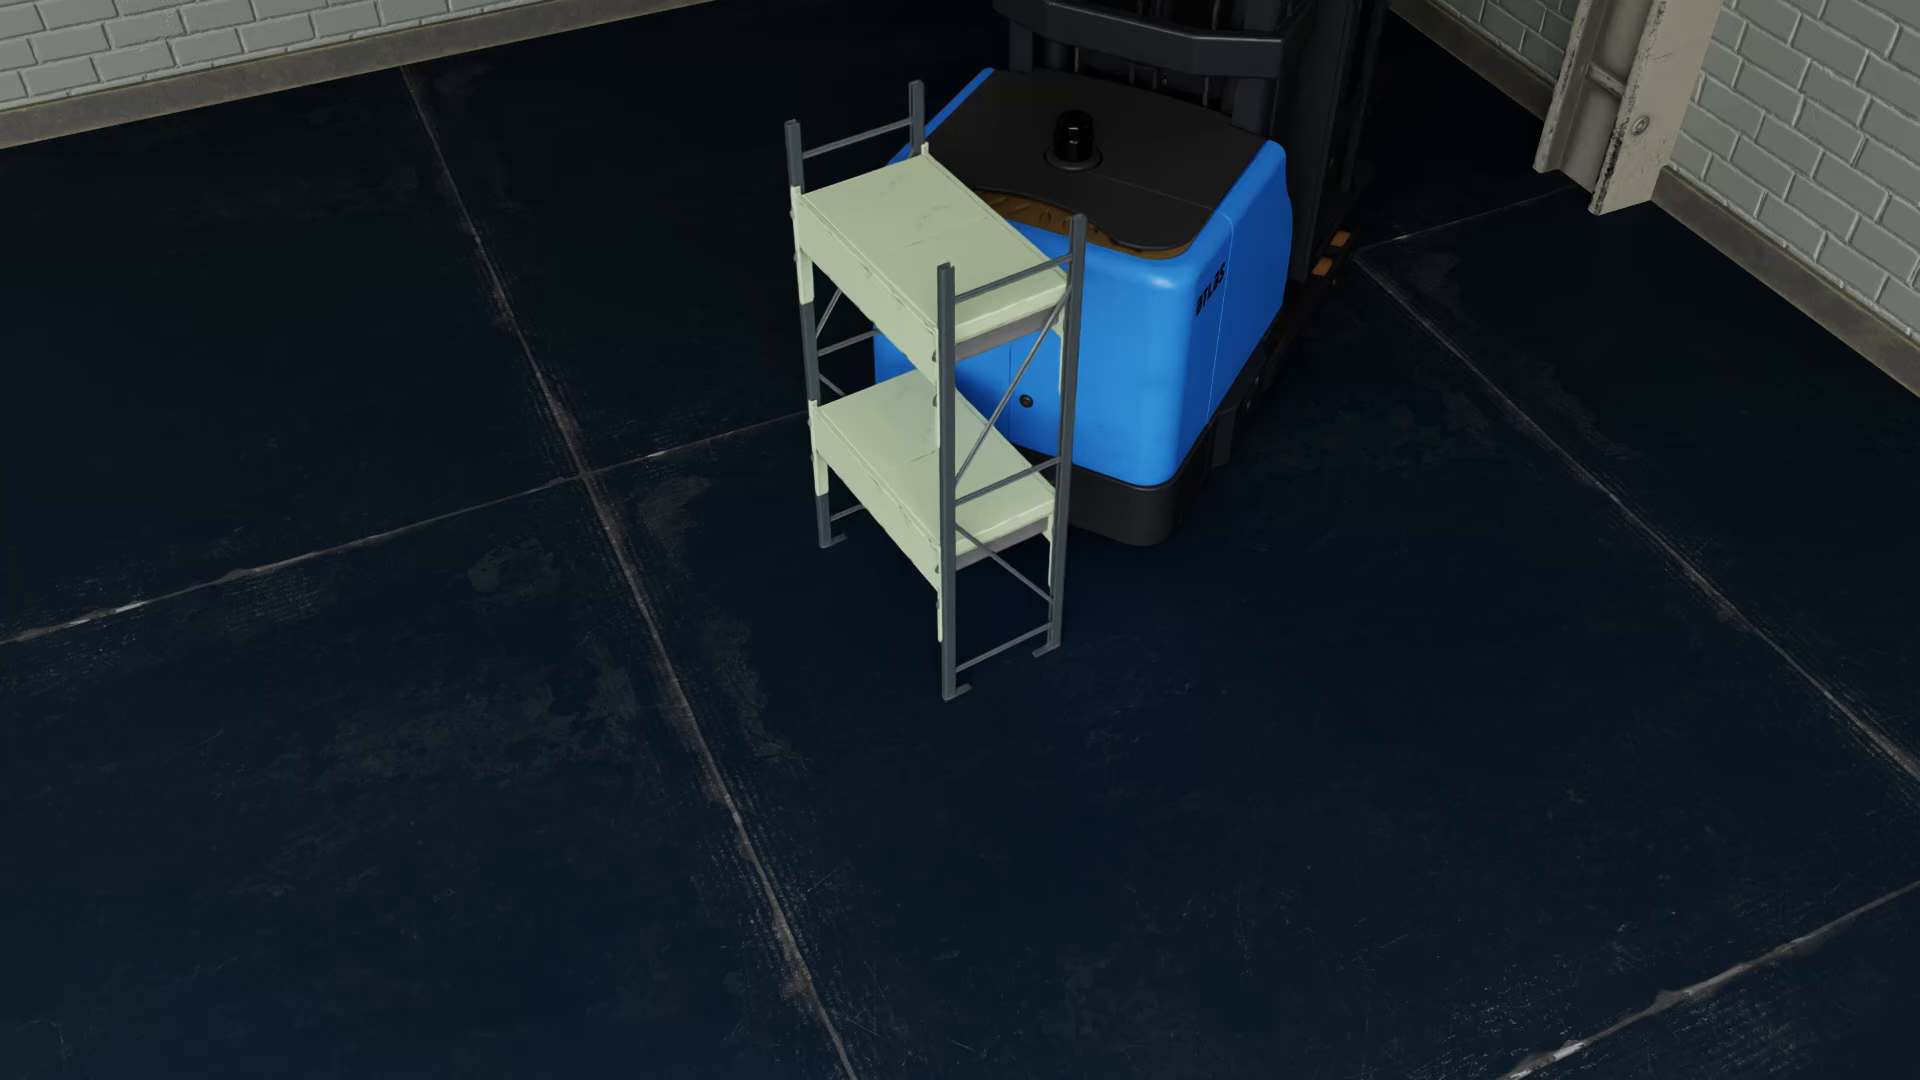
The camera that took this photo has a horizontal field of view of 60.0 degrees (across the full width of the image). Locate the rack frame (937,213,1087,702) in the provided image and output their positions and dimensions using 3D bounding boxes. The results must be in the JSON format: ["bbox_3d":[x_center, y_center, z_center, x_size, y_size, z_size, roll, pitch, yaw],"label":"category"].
[{"bbox_3d":[0.122,-0.150,4.334,0.400,1.500,0.023,-24,49,-22],"label":"rack frame"}]

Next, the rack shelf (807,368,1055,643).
[{"bbox_3d":[-0.073,-0.136,4.784,0.431,0.370,0.720,-24,49,-22],"label":"rack shelf"}]

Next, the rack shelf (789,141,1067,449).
[{"bbox_3d":[-0.073,-0.645,4.281,0.431,0.370,0.720,-24,49,-22],"label":"rack shelf"}]

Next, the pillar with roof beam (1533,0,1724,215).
[{"bbox_3d":[-1.347,-3.379,2.267,9.100,9.000,0.400,-18,47,-17],"label":"pillar with roof beam"}]

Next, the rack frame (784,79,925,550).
[{"bbox_3d":[-0.268,-0.585,4.775,0.400,1.500,0.023,-24,49,-22],"label":"rack frame"}]

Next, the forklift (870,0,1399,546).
[{"bbox_3d":[0.841,-2.059,5.250,1.130,2.935,3.031,20,48,19],"label":"forklift"}]

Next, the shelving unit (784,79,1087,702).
[{"bbox_3d":[-0.073,-0.368,4.555,0.431,1.500,0.755,-24,49,-22],"label":"shelving unit"}]
